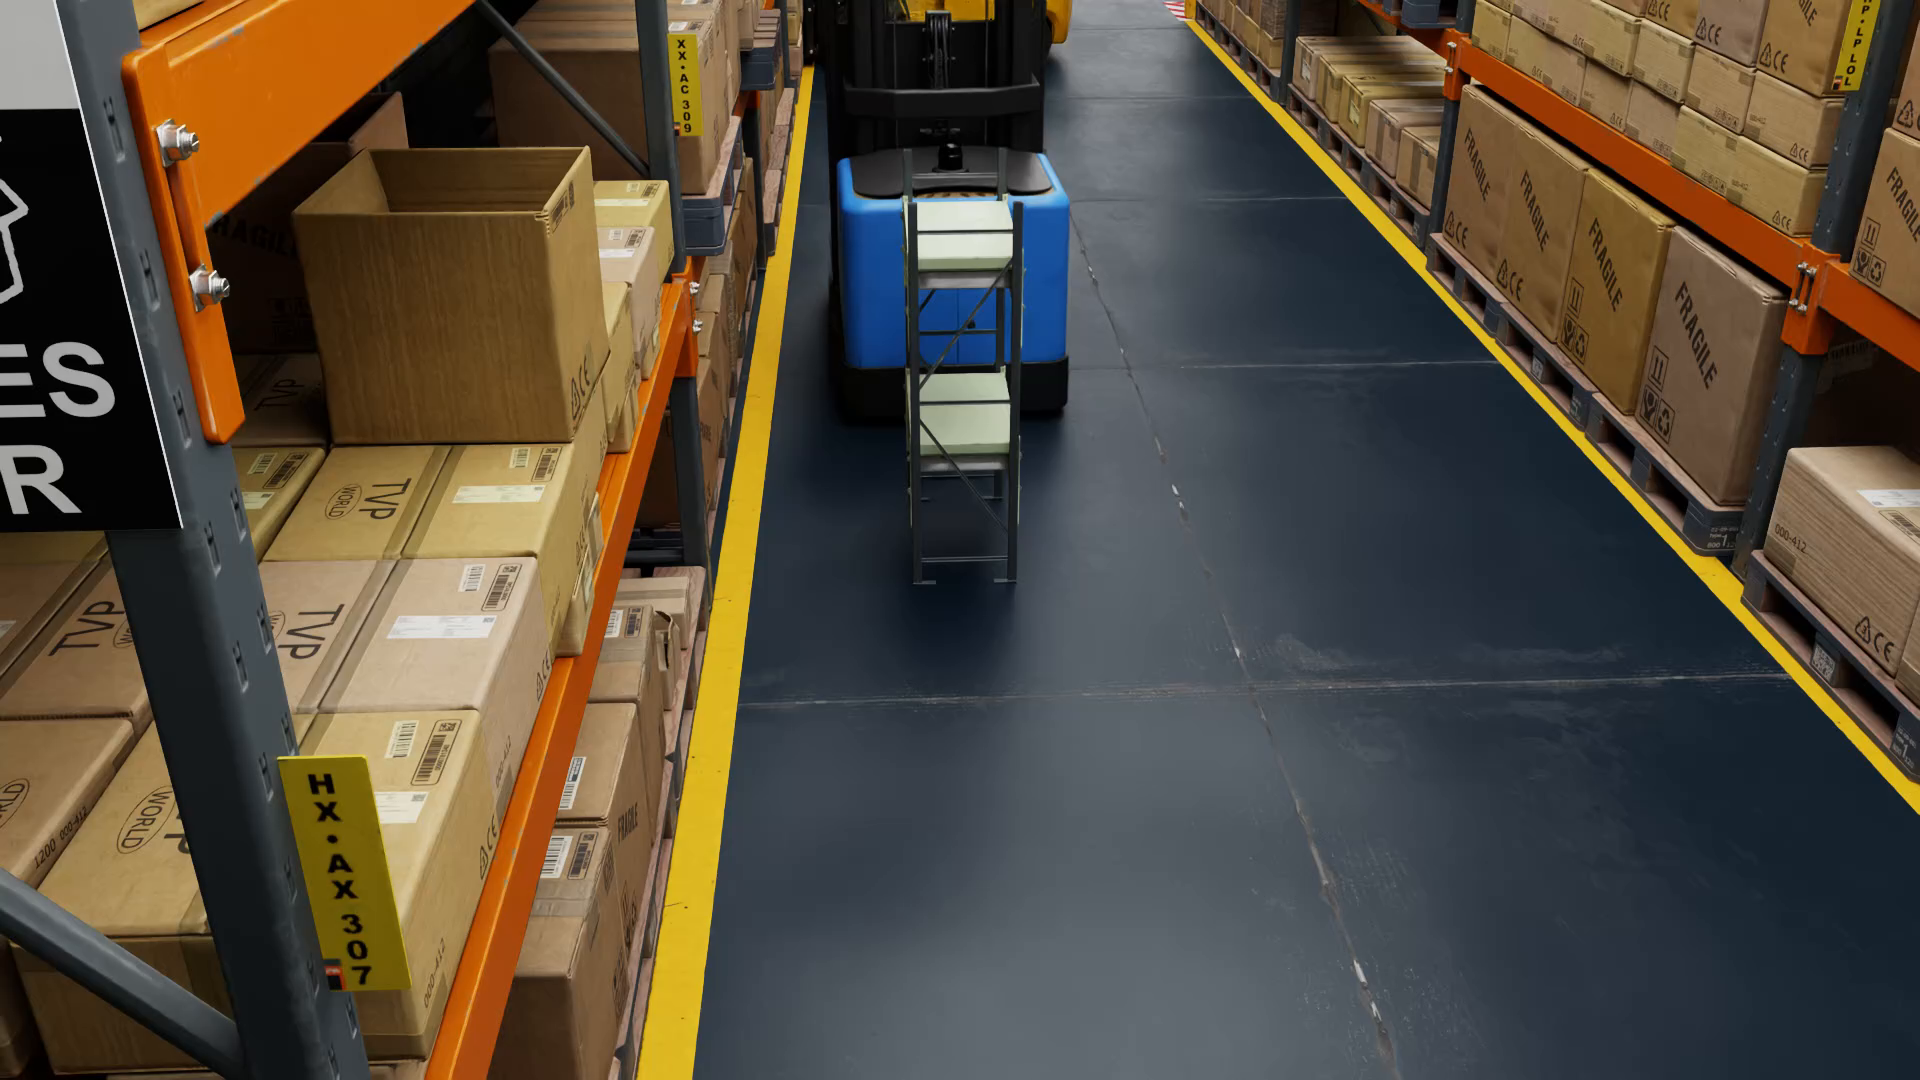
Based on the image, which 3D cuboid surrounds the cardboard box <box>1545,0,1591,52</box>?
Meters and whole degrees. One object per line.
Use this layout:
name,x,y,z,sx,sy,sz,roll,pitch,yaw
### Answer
cardboard box,3.132,-2.489,7.901,0.500,0.250,0.500,-1,28,-3

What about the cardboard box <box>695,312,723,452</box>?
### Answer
cardboard box,-1.274,-0.627,6.957,0.500,0.500,0.500,-2,28,-3

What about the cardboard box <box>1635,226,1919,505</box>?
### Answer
cardboard box,3.409,-0.725,6.739,0.875,0.875,0.875,-1,28,-1

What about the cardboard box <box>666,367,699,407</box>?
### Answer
cardboard box,-1.189,-0.612,6.228,0.380,0.149,0.250,0,28,0

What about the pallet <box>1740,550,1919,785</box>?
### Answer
pallet,3.483,0.393,5.768,1.003,0.211,1.213,-1,28,-3

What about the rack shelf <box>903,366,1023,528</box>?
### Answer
rack shelf,0.000,-0.379,6.560,0.431,0.370,0.720,-1,28,-3

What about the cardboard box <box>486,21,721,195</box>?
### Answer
cardboard box,-1.237,-1.534,5.885,0.700,0.500,0.500,-1,28,-1

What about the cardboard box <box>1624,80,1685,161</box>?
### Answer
cardboard box,3.213,-1.799,7.119,0.500,0.250,0.500,-2,28,-4

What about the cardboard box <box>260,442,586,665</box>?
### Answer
cardboard box,-1.038,0.024,3.300,0.500,0.250,0.500,-2,28,-4

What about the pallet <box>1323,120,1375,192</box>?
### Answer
pallet,3.212,-2.730,11.756,1.003,0.211,1.213,-1,28,-3

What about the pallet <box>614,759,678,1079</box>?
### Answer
pallet,-1.334,1.044,4.521,1.003,0.211,1.213,-1,28,-3

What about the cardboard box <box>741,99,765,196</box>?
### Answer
cardboard box,-1.663,-2.344,10.113,0.875,0.625,0.625,-1,28,-1

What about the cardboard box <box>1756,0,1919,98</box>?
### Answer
cardboard box,3.247,-1.884,5.929,0.500,0.500,0.500,-1,28,-1

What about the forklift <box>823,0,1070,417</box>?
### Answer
forklift,-0.147,-2.520,8.412,1.130,2.935,3.031,-2,28,-5

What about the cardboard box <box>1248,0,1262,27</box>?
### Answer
cardboard box,2.776,-4.692,14.210,0.500,0.500,0.500,-1,28,-2

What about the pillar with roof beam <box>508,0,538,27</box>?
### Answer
pillar with roof beam,1.687,-6.266,9.033,9.100,9.000,0.400,-1,28,-3

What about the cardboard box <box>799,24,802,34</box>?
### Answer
cardboard box,-1.590,-4.202,14.082,0.500,0.250,0.500,-2,28,-4

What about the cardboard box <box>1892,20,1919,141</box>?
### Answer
cardboard box,3.304,-1.458,5.113,0.500,0.500,0.500,-1,28,-2

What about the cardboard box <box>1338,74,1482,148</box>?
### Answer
cardboard box,3.212,-3.017,11.678,0.950,0.372,0.625,0,28,-1

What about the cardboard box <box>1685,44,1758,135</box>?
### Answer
cardboard box,3.222,-1.780,6.540,0.500,0.250,0.500,-1,28,-1

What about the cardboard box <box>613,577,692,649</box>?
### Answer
cardboard box,-1.113,0.253,5.649,0.380,0.149,0.250,-2,28,-4

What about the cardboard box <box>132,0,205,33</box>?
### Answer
cardboard box,-1.011,-0.599,1.682,0.380,0.149,0.250,-1,28,-2

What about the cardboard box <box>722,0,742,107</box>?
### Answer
cardboard box,-1.305,-2.136,7.039,0.700,0.500,0.500,-2,28,-3

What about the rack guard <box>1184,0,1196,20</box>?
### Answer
rack guard,2.899,-5.595,16.936,1.175,0.500,0.348,-1,28,-3

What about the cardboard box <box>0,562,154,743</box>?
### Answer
cardboard box,-1.541,0.263,2.842,0.500,0.250,0.500,-1,28,-2

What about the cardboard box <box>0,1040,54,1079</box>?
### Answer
cardboard box,-1.512,0.737,2.364,0.380,0.149,0.250,-2,28,-3

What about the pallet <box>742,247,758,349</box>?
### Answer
pallet,-1.643,-1.340,9.090,1.003,0.211,1.213,-1,28,-3

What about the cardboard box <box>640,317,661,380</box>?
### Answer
cardboard box,-1.094,-0.583,4.896,0.380,0.149,0.250,-1,28,-1

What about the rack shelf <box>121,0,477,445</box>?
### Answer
rack shelf,-1.331,-1.162,3.269,1.077,0.370,4.000,-1,28,-3

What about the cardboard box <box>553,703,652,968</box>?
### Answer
cardboard box,-1.097,0.768,4.283,0.500,0.500,0.500,-1,28,-2

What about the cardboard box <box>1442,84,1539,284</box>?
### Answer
cardboard box,3.265,-1.967,9.120,0.875,0.875,0.875,-2,28,-3

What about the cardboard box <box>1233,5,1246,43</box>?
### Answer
cardboard box,2.744,-4.605,14.855,0.500,0.250,0.500,-1,28,-2

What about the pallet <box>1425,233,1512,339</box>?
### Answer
pallet,3.278,-1.441,9.285,1.003,0.211,1.213,-1,28,-3

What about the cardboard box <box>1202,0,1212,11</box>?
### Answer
cardboard box,2.661,-5.326,16.237,0.500,0.250,0.500,-2,28,-3

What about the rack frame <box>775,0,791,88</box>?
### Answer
rack frame,-1.853,-4.769,12.650,1.000,3.000,0.127,-1,28,-3

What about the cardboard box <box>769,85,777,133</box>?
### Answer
cardboard box,-1.782,-3.303,11.953,0.875,0.625,0.625,-2,28,-3

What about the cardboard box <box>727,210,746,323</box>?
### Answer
cardboard box,-1.362,-1.337,8.318,0.500,0.500,0.500,0,28,0

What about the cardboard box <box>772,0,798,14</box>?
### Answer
cardboard box,-1.565,-4.410,13.401,0.500,0.250,0.500,-2,28,-3

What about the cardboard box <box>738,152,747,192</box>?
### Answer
cardboard box,-1.320,-1.940,8.774,0.380,0.149,0.250,-3,28,-5

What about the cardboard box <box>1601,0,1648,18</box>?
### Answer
cardboard box,3.164,-2.596,7.295,0.500,0.500,0.500,-1,28,-2

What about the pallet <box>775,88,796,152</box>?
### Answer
pallet,-1.776,-3.193,12.644,1.003,0.211,1.213,-1,28,-3

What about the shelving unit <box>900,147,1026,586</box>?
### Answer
shelving unit,0.000,-0.668,6.409,0.431,1.500,0.755,-1,28,-3

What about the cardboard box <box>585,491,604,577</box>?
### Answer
cardboard box,-1.022,0.008,3.762,0.380,0.149,0.250,-1,28,-1

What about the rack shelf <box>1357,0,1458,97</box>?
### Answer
rack shelf,3.208,-3.648,11.279,1.077,0.370,4.000,-1,28,-3

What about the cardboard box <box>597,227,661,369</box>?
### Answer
cardboard box,-1.124,-0.680,4.650,0.500,0.250,0.500,-1,28,-2

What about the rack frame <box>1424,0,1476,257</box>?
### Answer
rack frame,3.312,-3.043,9.342,1.000,3.000,0.127,-1,28,-3

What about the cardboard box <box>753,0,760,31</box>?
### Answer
cardboard box,-1.227,-2.703,8.506,0.380,0.149,0.250,-1,28,-2

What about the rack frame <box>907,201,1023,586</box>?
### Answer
rack frame,0.019,-0.499,6.085,0.400,1.500,0.023,-1,28,-3

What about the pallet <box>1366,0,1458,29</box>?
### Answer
pallet,3.169,-3.285,10.012,1.213,0.211,1.003,-1,28,-3

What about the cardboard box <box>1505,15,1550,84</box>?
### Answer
cardboard box,3.131,-2.508,8.477,0.500,0.250,0.500,-2,28,-4

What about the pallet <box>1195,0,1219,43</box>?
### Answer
pallet,2.906,-5.090,16.282,1.003,0.211,1.213,-1,28,-3

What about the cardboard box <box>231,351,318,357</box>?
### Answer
cardboard box,-1.621,-0.435,4.181,0.500,0.250,0.500,-1,28,-2

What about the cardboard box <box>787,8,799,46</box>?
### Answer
cardboard box,-1.570,-4.189,13.516,0.500,0.250,0.500,-2,28,-3

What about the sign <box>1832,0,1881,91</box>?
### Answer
sign,2.980,-1.657,5.517,0.100,0.325,0.005,-1,28,-3
